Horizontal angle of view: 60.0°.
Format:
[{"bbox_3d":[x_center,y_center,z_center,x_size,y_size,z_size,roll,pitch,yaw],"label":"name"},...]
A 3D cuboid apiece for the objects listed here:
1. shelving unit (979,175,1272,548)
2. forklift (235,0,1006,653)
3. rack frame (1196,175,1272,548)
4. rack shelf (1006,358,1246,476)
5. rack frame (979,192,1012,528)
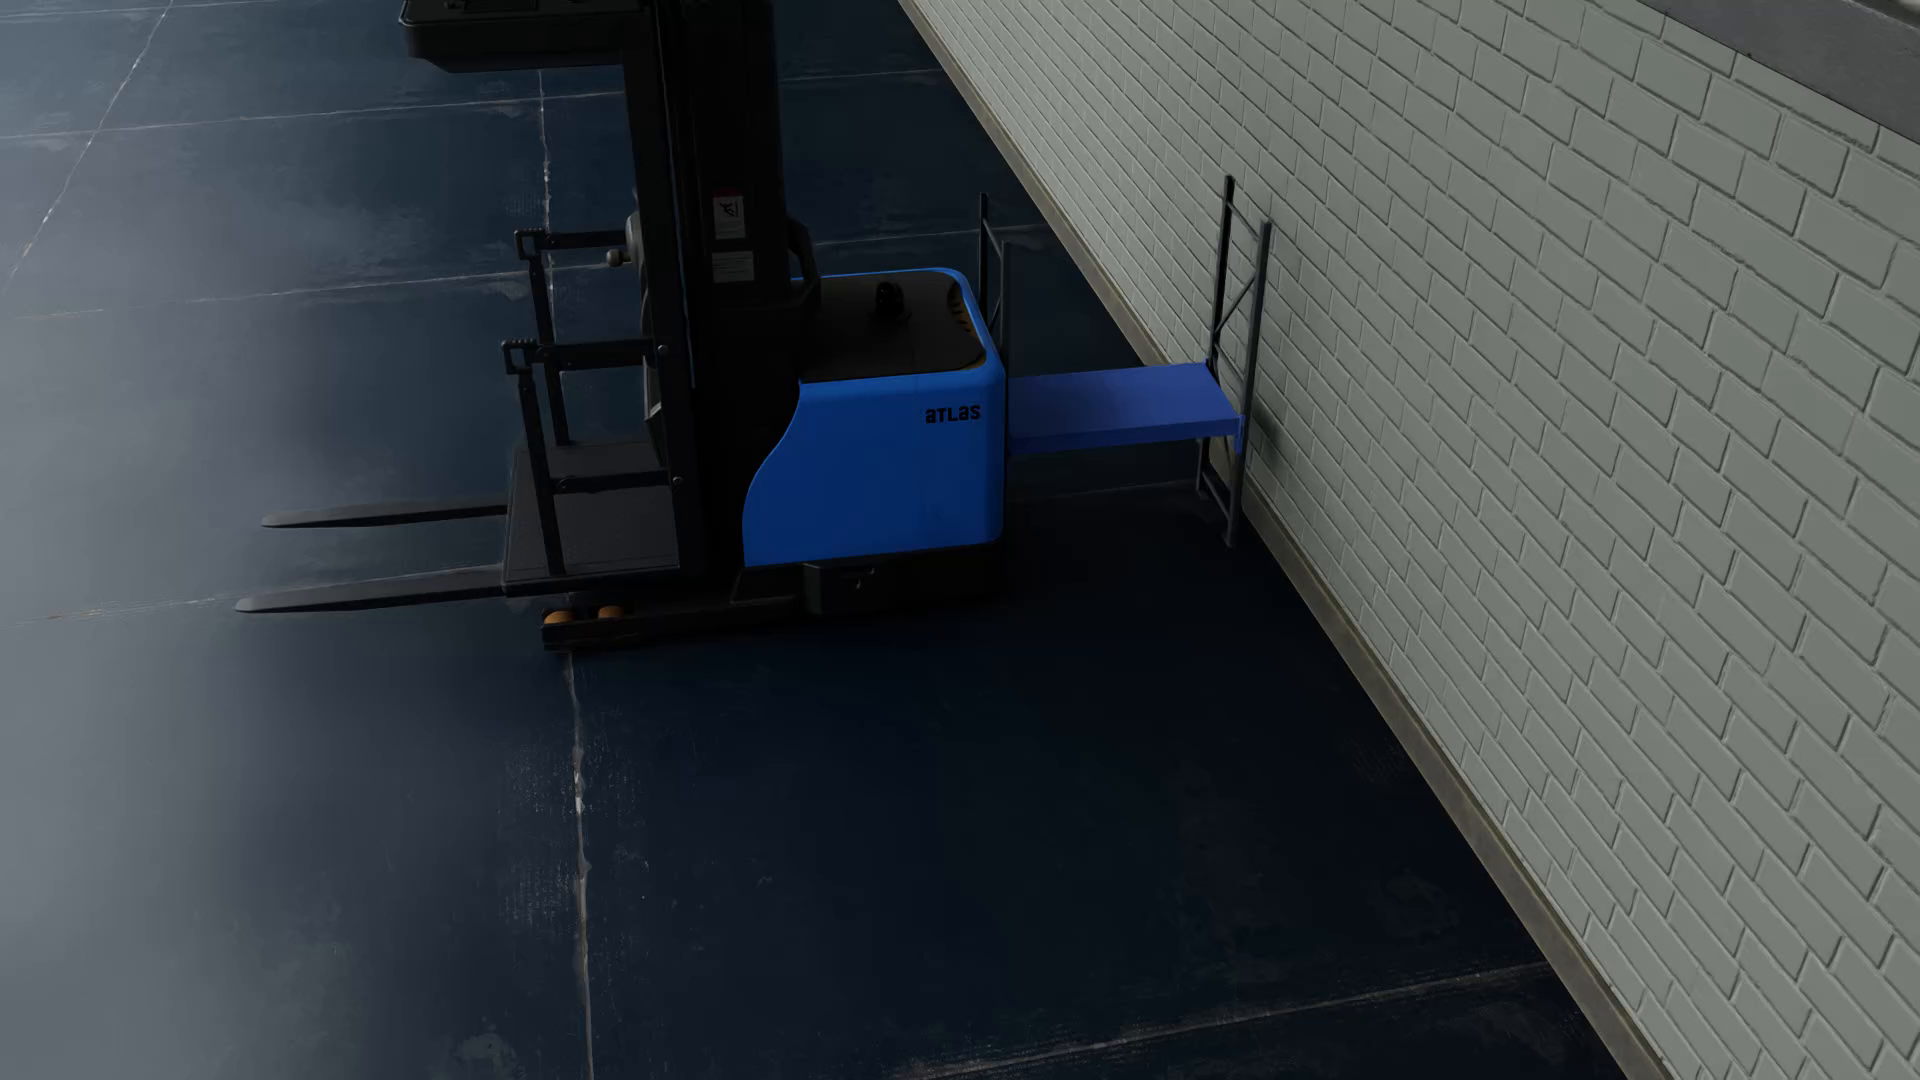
[{"bbox_3d":[0.636,-0.676,6.912,1.048,1.500,0.538,-6,34,-8],"label":"shelving unit"},{"bbox_3d":[-1.378,-1.089,6.242,3.031,2.935,1.130,-6,34,-8],"label":"forklift"},{"bbox_3d":[1.136,-0.726,6.985,0.032,1.500,0.500,-6,34,-8],"label":"rack frame"},{"bbox_3d":[0.636,-0.527,7.012,1.000,0.185,0.538,-6,34,-8],"label":"rack shelf"},{"bbox_3d":[0.135,-0.627,6.839,0.032,1.500,0.500,-6,34,-8],"label":"rack frame"}]
